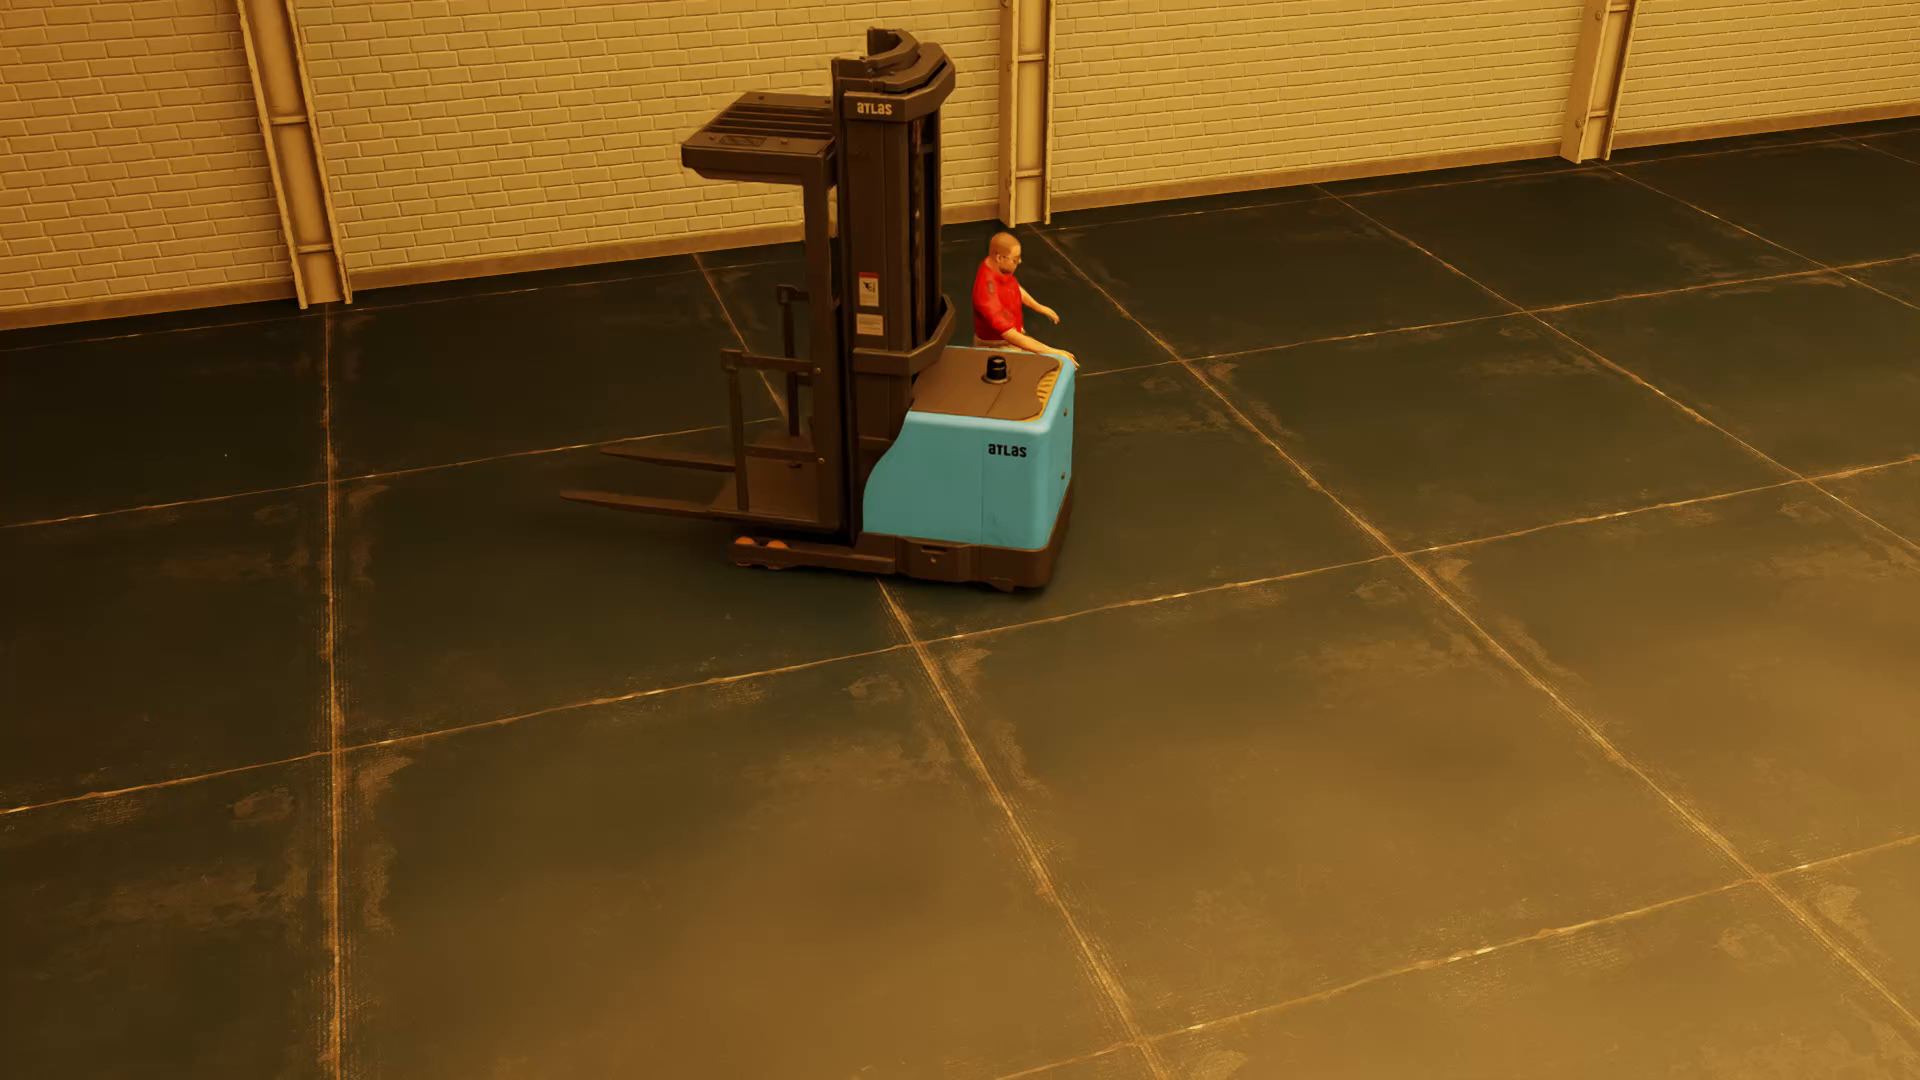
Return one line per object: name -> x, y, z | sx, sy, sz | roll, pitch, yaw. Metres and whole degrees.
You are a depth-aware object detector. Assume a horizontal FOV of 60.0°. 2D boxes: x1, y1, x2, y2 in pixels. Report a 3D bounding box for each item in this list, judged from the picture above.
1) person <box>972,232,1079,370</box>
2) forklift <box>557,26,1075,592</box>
person -> 0.440, -1.226, 10.574 | 0.714, 1.535, 0.830 | 6, 30, 10
forklift -> -0.884, -1.346, 9.426 | 3.031, 2.935, 1.130 | 6, 31, 11
